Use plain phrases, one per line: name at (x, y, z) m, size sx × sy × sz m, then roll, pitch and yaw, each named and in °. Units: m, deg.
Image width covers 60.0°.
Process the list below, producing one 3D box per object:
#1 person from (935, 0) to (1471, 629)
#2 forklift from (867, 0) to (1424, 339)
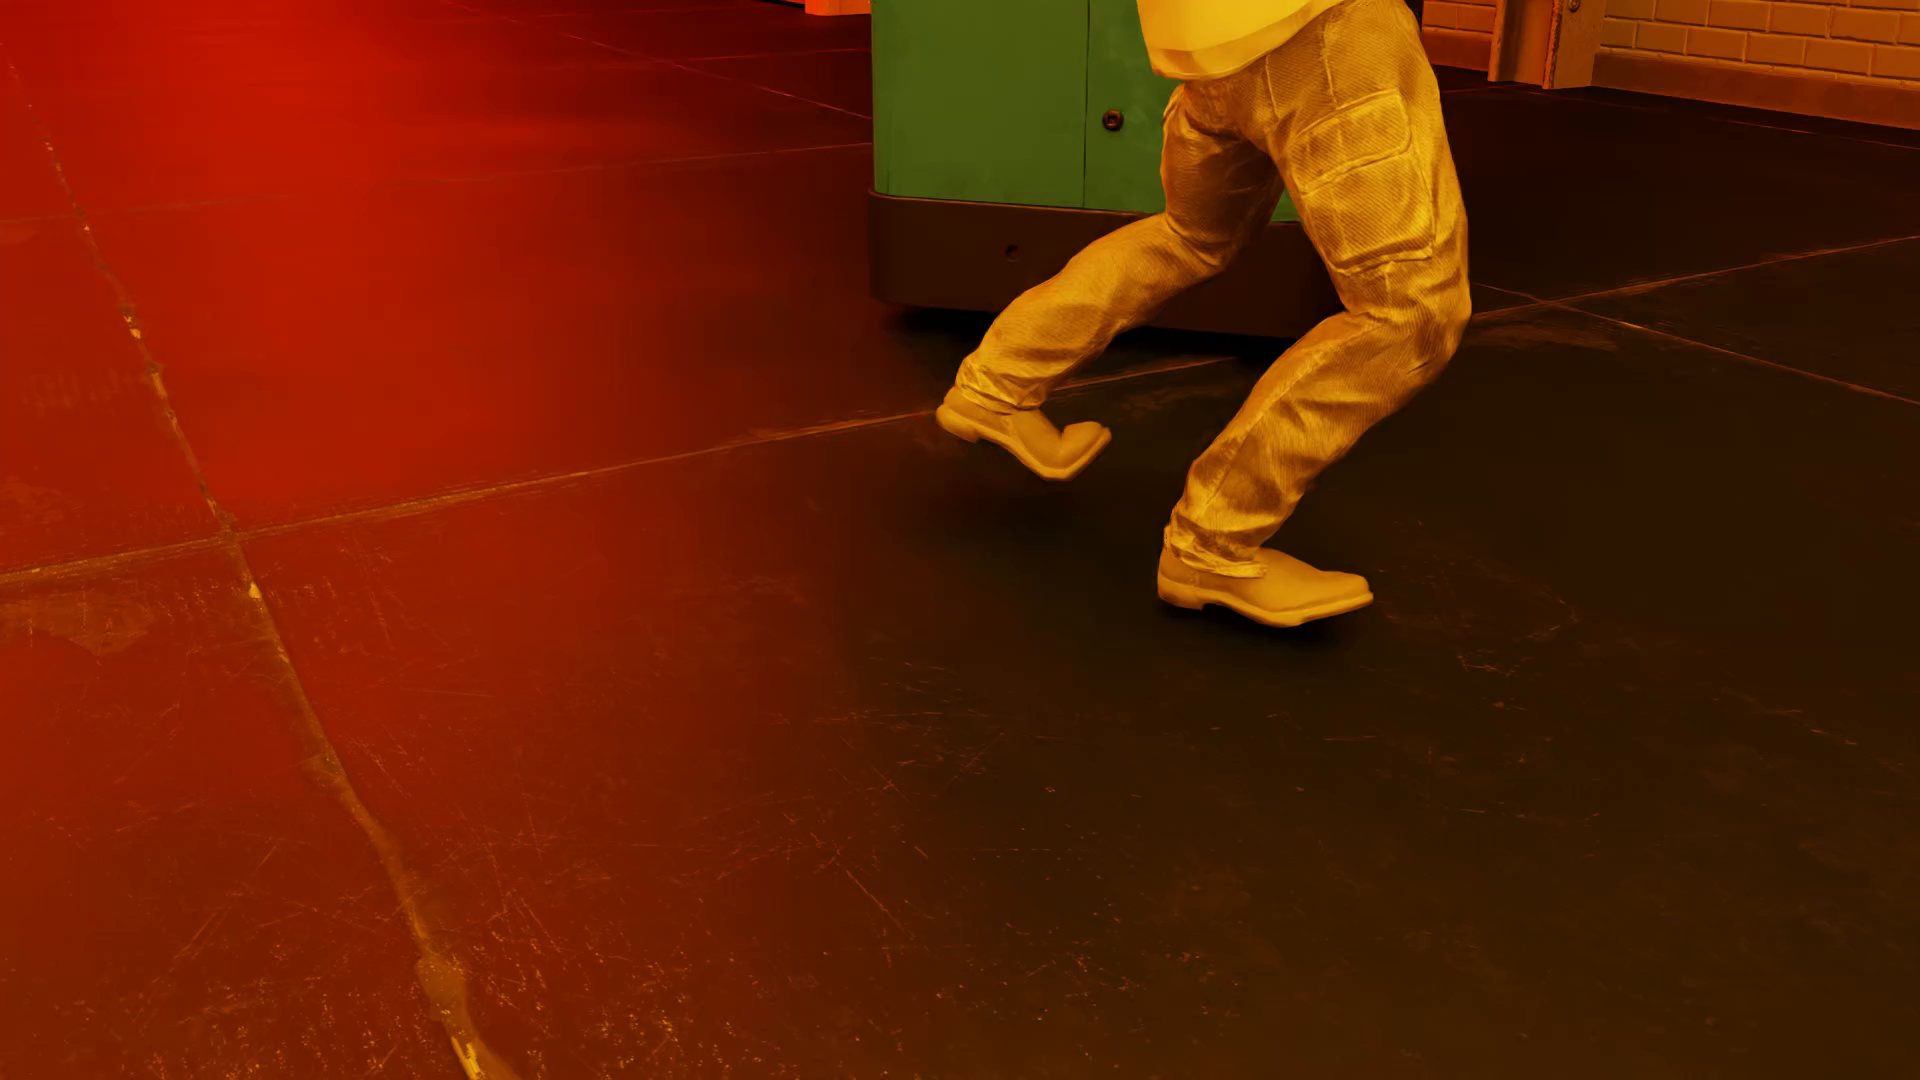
person at (0.419, -0.645, 2.125) m, size 0.786 × 1.539 × 1.078 m, roll -3°, pitch 23°, yaw -8°
forklift at (0.763, -2.305, 4.391) m, size 1.130 × 2.935 × 3.031 m, roll 8°, pitch 24°, yaw 18°
